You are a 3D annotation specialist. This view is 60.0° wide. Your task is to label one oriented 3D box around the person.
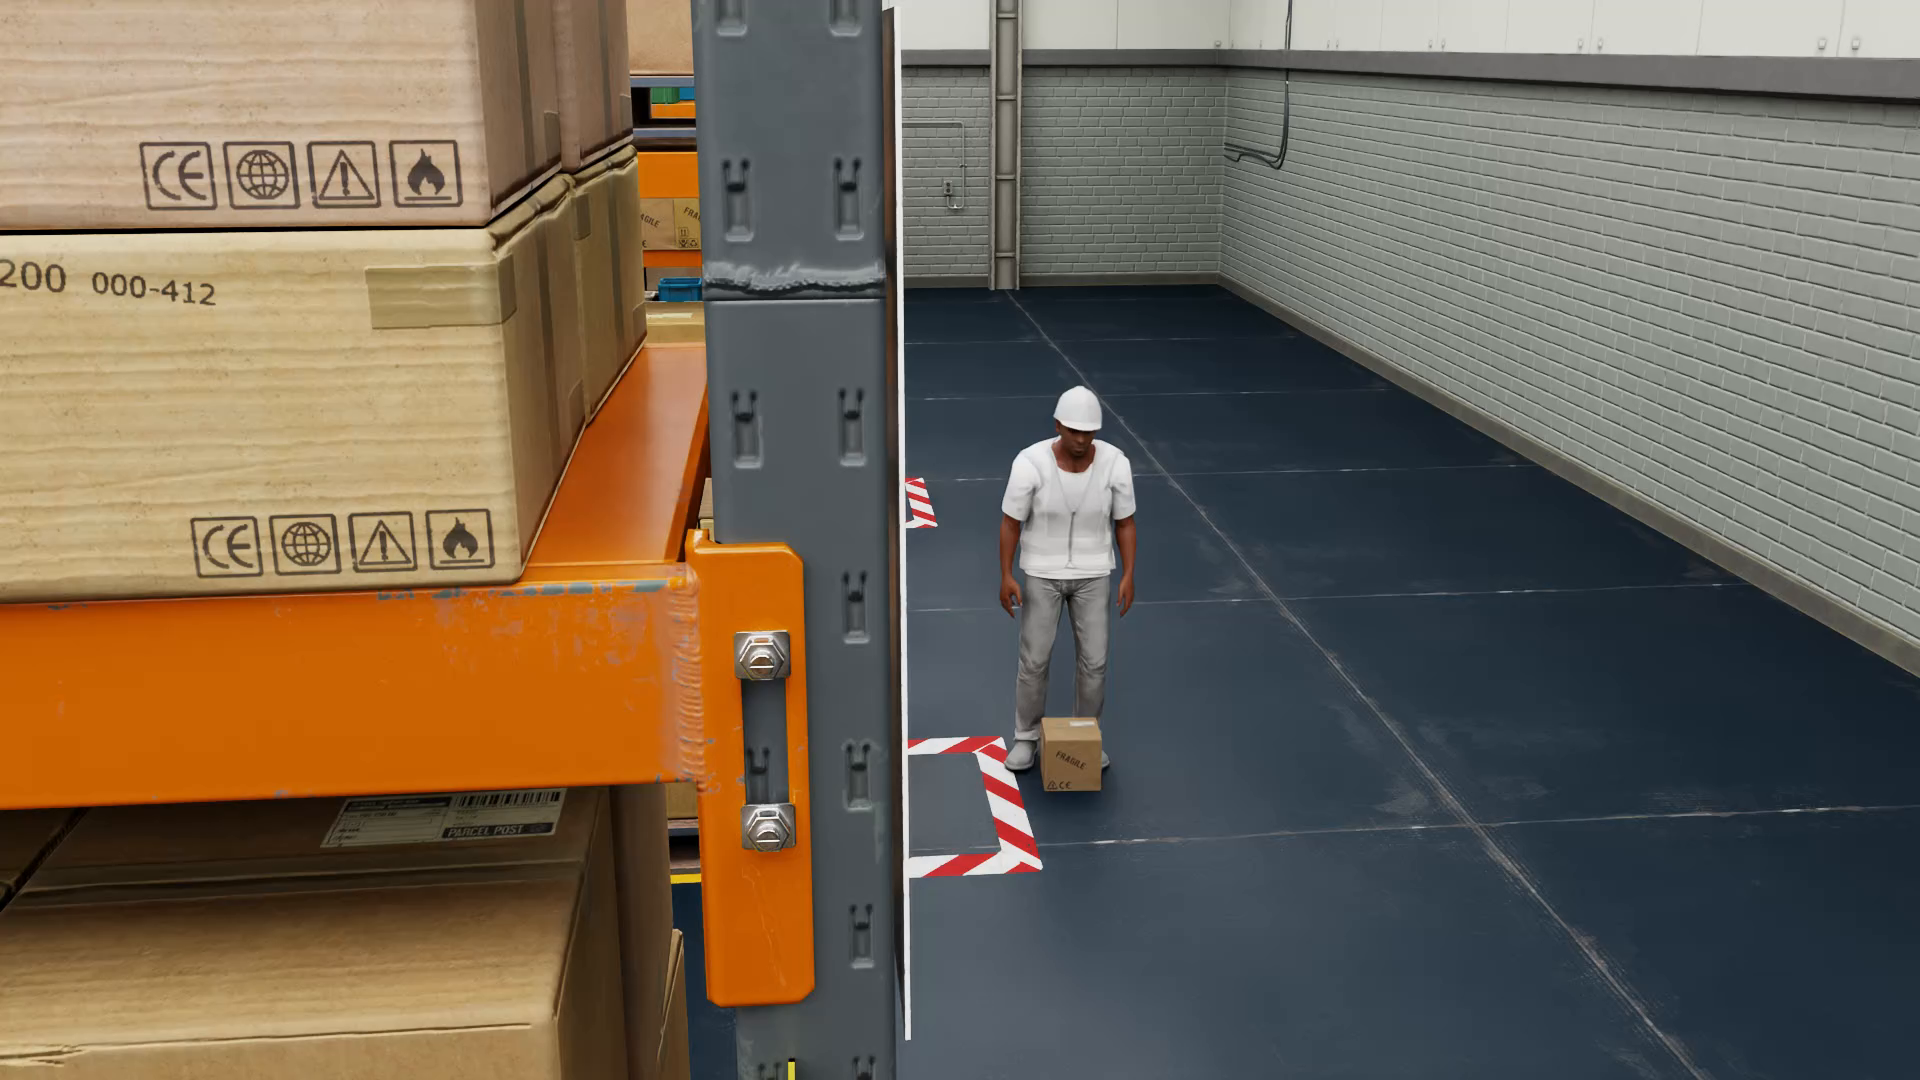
[{"bbox_3d":[0.485,0.170,7.442,0.622,1.759,0.462,-1,17,-2],"label":"person"}]
